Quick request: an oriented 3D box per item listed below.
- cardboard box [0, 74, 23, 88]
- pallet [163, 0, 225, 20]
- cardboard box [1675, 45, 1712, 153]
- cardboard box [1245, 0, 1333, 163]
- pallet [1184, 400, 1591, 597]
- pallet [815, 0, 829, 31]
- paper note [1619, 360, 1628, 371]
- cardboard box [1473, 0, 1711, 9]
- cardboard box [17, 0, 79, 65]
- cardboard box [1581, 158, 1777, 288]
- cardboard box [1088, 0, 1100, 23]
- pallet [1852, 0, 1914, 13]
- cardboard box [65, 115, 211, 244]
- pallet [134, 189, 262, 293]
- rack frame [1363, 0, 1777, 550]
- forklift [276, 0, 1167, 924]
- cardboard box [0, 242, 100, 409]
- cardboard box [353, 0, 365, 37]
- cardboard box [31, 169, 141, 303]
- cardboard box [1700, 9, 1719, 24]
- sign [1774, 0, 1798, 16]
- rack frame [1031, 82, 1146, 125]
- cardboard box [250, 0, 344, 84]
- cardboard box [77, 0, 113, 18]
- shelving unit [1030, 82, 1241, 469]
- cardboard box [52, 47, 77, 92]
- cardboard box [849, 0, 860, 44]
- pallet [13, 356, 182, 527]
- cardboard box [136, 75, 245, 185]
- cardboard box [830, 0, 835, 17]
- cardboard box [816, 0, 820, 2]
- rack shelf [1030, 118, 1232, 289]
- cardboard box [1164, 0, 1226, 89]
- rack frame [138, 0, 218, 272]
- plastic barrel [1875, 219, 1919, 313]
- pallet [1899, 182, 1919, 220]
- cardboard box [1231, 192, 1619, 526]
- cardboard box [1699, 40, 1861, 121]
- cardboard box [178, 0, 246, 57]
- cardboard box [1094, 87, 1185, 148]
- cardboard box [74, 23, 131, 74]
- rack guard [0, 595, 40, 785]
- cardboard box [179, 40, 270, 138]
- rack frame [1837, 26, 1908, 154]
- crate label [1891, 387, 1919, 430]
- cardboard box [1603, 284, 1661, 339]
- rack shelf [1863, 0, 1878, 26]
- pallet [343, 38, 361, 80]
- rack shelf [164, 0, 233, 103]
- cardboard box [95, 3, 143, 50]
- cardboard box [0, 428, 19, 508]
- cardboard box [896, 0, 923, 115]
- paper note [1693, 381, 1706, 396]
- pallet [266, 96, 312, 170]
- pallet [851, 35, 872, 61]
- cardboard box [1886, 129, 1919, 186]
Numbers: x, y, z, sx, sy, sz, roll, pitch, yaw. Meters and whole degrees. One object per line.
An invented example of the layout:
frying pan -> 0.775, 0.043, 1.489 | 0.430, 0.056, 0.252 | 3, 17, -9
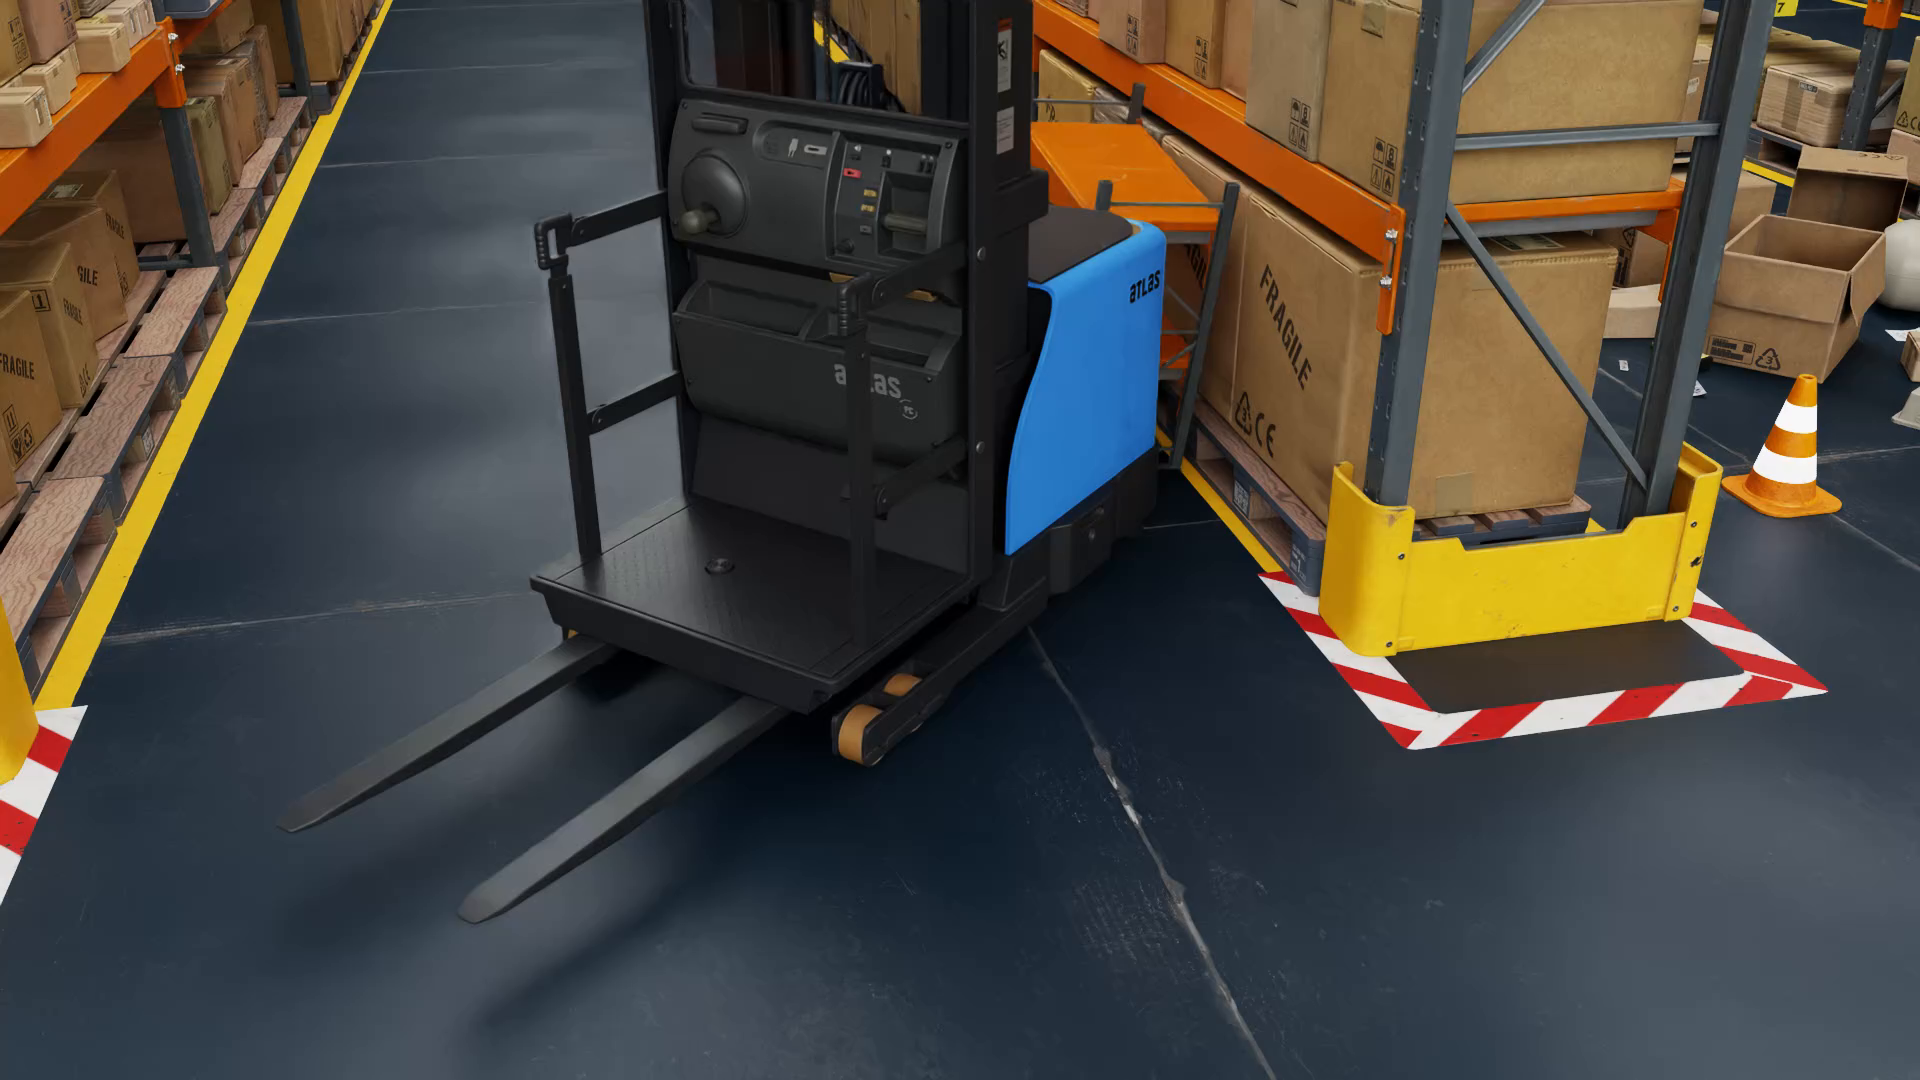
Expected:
cardboard box -> -3.387, -1.465, 5.603 | 0.380, 0.149, 0.250 | -6, 27, -12
pallet -> -4.058, -2.684, 7.952 | 1.003, 0.211, 1.213 | -6, 27, -12
cardboard box -> 3.900, -2.454, 9.217 | 0.500, 0.500, 0.500 | -6, 27, -12
cardboard box -> 1.456, -1.587, 5.400 | 0.875, 0.550, 0.550 | -6, 27, -12
pallet -> 1.473, -0.221, 5.954 | 1.003, 0.211, 1.213 | -6, 27, -12
pallet -> -0.798, -4.805, 15.035 | 1.003, 0.211, 1.213 | -6, 27, -12
paper note -> 2.893, -0.761, 7.247 | 0.032, 0.001, 0.123 | 8, 28, 15
cardboard box -> 1.683, -1.839, 4.699 | 0.875, 0.550, 0.550 | -6, 27, -12
cardboard box -> -3.697, -1.961, 5.865 | 0.875, 0.500, 0.500 | -6, 27, -12
cardboard box -> 3.448, -1.540, 8.092 | 0.797, 0.637, 0.503 | -6, 27, -12
cardboard box -> 1.069, -2.546, 7.299 | 0.875, 0.550, 0.550 | -6, 27, -12
pallet -> 9.159, -5.309, 16.034 | 1.003, 0.211, 1.213 | -6, 27, -12
cardboard box -> -4.145, -1.772, 8.217 | 0.700, 0.500, 0.500 | -8, 28, -16
pallet -> -4.204, -1.516, 8.520 | 1.003, 0.211, 1.213 | -6, 27, -12
rack frame -> 1.729, -1.123, 4.646 | 1.000, 3.000, 0.127 | -6, 27, -12
forklift -> -0.526, -0.934, 4.348 | 1.130, 2.935, 3.031 | 16, 31, 29
cardboard box -> -3.623, -0.796, 6.307 | 0.500, 0.500, 0.500 | -8, 28, -16
cardboard box -> -5.464, -4.500, 13.228 | 1.225, 0.875, 0.875 | -7, 28, -13
cardboard box -> -3.976, -1.312, 7.328 | 0.500, 0.500, 0.500 | -7, 28, -13
cardboard box -> 5.018, -3.624, 12.052 | 0.950, 0.372, 0.625 | -6, 27, -13
sign -> 2.271, -1.599, 4.539 | 0.100, 0.325, 0.005 | -6, 27, -12
rack frame -> 0.418, -1.299, 6.730 | 0.500, 1.125, 0.032 | -2, 34, -14
cardboard box -> -5.064, -3.720, 11.683 | 1.225, 0.875, 0.875 | -7, 28, -14
cardboard box -> -3.986, -2.393, 6.722 | 0.875, 0.500, 0.500 | -6, 27, -12
shelving unit -> 0.533, -1.018, 6.322 | 0.538, 1.125, 1.048 | -2, 34, -14
cardboard box -> -3.459, -1.689, 6.047 | 0.380, 0.149, 0.250 | -6, 27, -12
cardboard box -> -0.590, -4.197, 13.045 | 0.500, 0.500, 0.500 | -5, 27, -10
pallet -> -3.563, -0.347, 6.203 | 1.003, 0.211, 1.213 | -6, 27, -12
cardboard box -> -4.360, -2.229, 9.123 | 0.700, 0.500, 0.500 | -8, 28, -16
cardboard box -> -0.815, -4.651, 13.943 | 0.500, 0.500, 0.500 | -5, 27, -11
cardboard box -> -1.067, -5.111, 14.856 | 0.500, 0.500, 0.500 | -5, 27, -10
rack shelf -> 0.565, -1.262, 6.163 | 0.538, 0.278, 1.000 | -2, 34, -14
cardboard box -> 1.293, -2.075, 6.365 | 0.875, 0.550, 0.500 | -6, 27, -12
rack frame -> -4.027, -2.420, 7.215 | 1.000, 3.000, 0.127 | -6, 27, -12
plastic barrel -> 4.589, -1.273, 7.802 | 0.512, 0.421, 0.421 | 13, 30, 24
pallet -> 5.814, -1.890, 9.260 | 1.003, 0.211, 1.213 | -6, 27, -12
cardboard box -> 1.512, -0.653, 5.607 | 0.875, 0.875, 0.875 | -6, 27, -11
cardboard box -> 5.342, -2.986, 10.787 | 0.950, 0.372, 0.625 | -4, 27, -8
cardboard box -> -4.619, -3.068, 9.953 | 0.500, 0.250, 0.500 | -3, 27, -6
cardboard box -> 1.108, -1.439, 7.165 | 0.875, 0.875, 0.875 | -6, 27, -11
cardboard box -> -3.483, -1.918, 6.500 | 0.380, 0.149, 0.250 | -6, 27, -12
rack guard -> -3.143, 0.419, 4.365 | 1.175, 0.500, 0.348 | -6, 27, -12
cardboard box -> -4.621, -2.722, 10.100 | 0.700, 0.500, 0.500 | -8, 28, -16
rack frame -> 5.628, -3.426, 9.209 | 1.000, 3.000, 0.127 | -6, 27, -12
crate label -> 3.933, -0.527, 6.641 | 0.250, 0.136, 0.298 | -23, 35, -38
cardboard box -> 3.010, -1.091, 7.617 | 0.396, 0.266, 0.258 | -1, 27, -3
rack shelf -> 5.177, -3.983, 11.110 | 1.077, 0.370, 4.000 | -6, 27, -12
pallet -> -5.304, -3.819, 13.082 | 1.003, 0.211, 1.213 | -6, 27, -12
rack shelf -> -4.478, -2.977, 9.117 | 1.077, 0.370, 4.000 | -6, 27, -12
cardboard box -> -3.645, -2.132, 6.924 | 0.380, 0.149, 0.250 | -6, 27, -12
cardboard box -> -3.418, -0.270, 5.264 | 0.500, 0.500, 0.500 | 1, 27, 2
cardboard box -> 0.176, -3.158, 10.709 | 1.050, 0.750, 0.750 | -6, 27, -11
paper note -> 3.039, -0.639, 6.985 | 0.144, 0.017, 0.142 | 3, 27, 6
pallet -> -4.754, -2.588, 10.642 | 1.003, 0.211, 1.213 | -6, 27, -12
pallet -> -0.248, -3.733, 12.912 | 1.003, 0.211, 1.213 | -6, 27, -12
cardboard box -> 5.498, -2.100, 9.166 | 0.500, 0.250, 0.500 | -7, 28, -14
